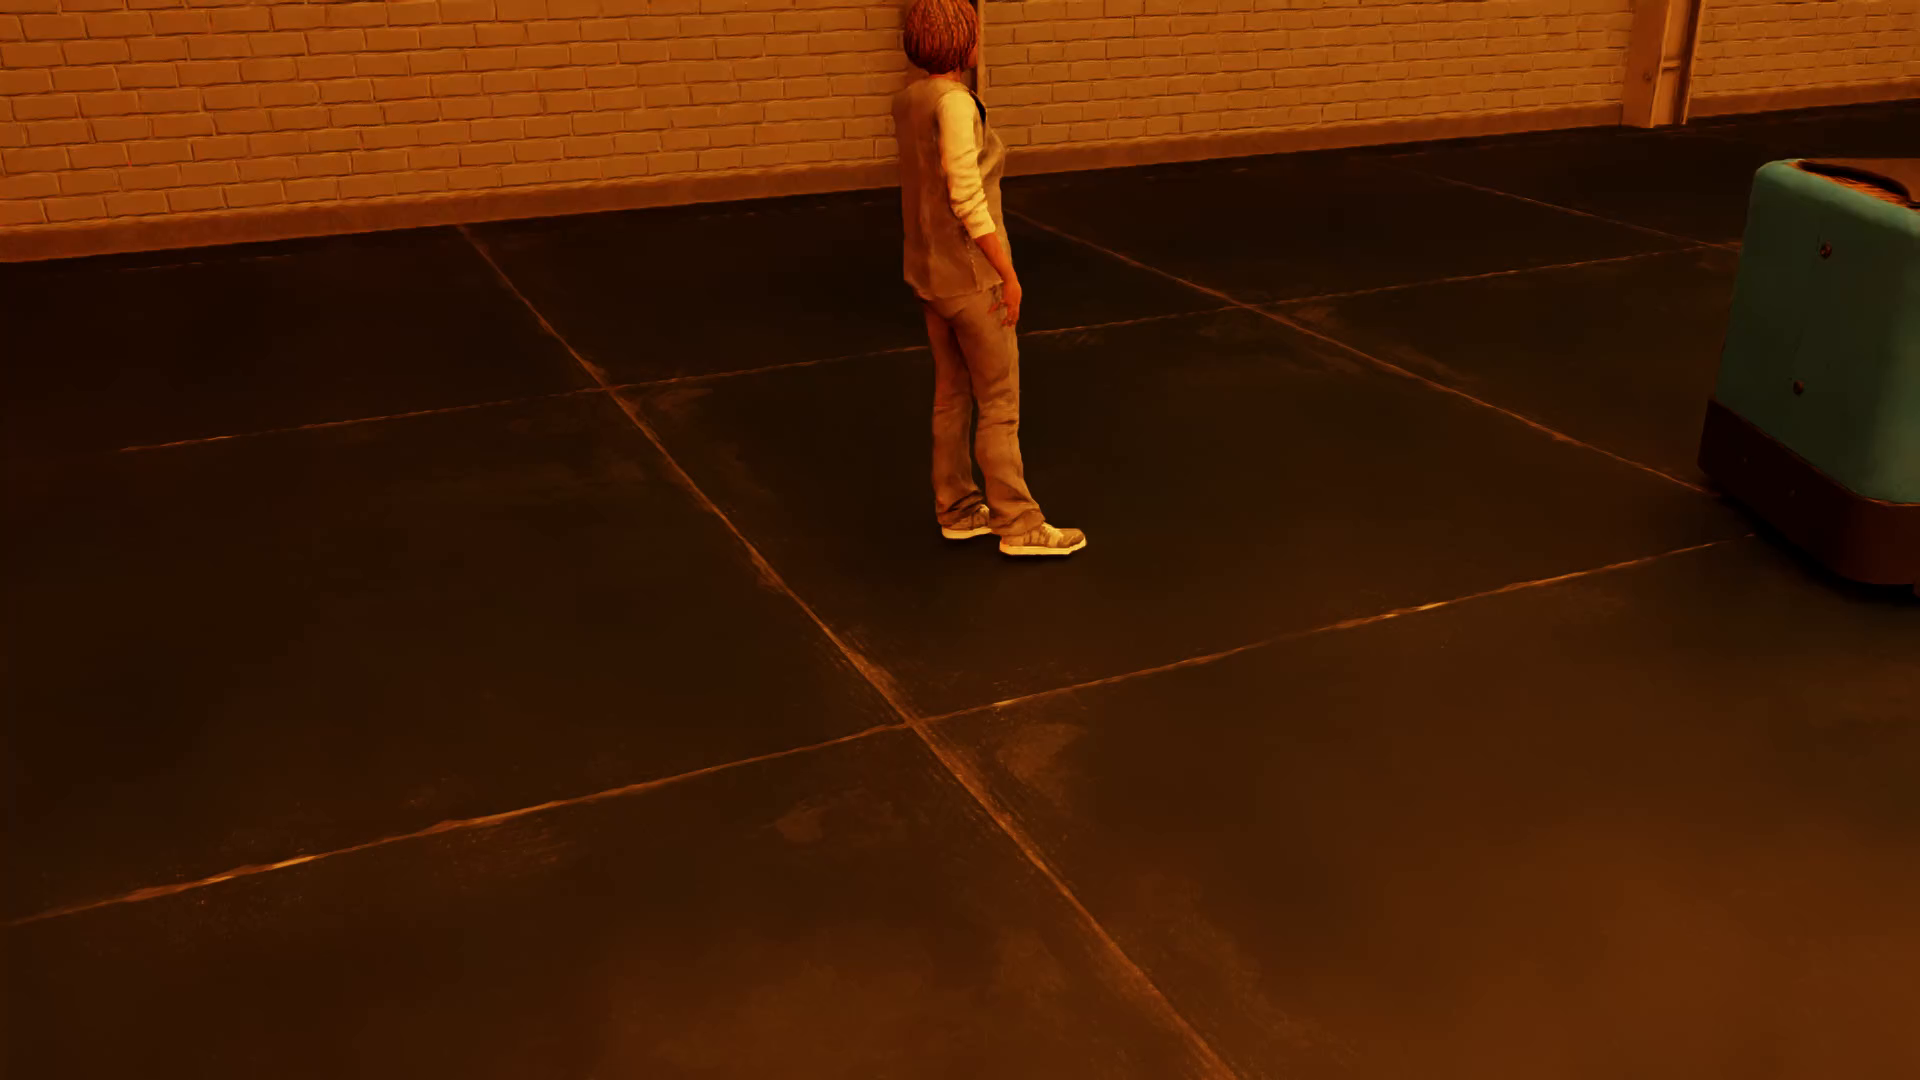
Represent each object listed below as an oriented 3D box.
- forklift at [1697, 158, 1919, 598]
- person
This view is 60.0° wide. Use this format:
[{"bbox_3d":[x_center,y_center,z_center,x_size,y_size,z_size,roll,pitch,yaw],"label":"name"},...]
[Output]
[{"bbox_3d":[3.966,-1.379,4.605,3.031,2.935,1.130,-1,23,-2],"label":"forklift"},{"bbox_3d":[0.073,-0.751,4.815,0.474,1.597,0.521,-10,25,-23],"label":"person"}]
